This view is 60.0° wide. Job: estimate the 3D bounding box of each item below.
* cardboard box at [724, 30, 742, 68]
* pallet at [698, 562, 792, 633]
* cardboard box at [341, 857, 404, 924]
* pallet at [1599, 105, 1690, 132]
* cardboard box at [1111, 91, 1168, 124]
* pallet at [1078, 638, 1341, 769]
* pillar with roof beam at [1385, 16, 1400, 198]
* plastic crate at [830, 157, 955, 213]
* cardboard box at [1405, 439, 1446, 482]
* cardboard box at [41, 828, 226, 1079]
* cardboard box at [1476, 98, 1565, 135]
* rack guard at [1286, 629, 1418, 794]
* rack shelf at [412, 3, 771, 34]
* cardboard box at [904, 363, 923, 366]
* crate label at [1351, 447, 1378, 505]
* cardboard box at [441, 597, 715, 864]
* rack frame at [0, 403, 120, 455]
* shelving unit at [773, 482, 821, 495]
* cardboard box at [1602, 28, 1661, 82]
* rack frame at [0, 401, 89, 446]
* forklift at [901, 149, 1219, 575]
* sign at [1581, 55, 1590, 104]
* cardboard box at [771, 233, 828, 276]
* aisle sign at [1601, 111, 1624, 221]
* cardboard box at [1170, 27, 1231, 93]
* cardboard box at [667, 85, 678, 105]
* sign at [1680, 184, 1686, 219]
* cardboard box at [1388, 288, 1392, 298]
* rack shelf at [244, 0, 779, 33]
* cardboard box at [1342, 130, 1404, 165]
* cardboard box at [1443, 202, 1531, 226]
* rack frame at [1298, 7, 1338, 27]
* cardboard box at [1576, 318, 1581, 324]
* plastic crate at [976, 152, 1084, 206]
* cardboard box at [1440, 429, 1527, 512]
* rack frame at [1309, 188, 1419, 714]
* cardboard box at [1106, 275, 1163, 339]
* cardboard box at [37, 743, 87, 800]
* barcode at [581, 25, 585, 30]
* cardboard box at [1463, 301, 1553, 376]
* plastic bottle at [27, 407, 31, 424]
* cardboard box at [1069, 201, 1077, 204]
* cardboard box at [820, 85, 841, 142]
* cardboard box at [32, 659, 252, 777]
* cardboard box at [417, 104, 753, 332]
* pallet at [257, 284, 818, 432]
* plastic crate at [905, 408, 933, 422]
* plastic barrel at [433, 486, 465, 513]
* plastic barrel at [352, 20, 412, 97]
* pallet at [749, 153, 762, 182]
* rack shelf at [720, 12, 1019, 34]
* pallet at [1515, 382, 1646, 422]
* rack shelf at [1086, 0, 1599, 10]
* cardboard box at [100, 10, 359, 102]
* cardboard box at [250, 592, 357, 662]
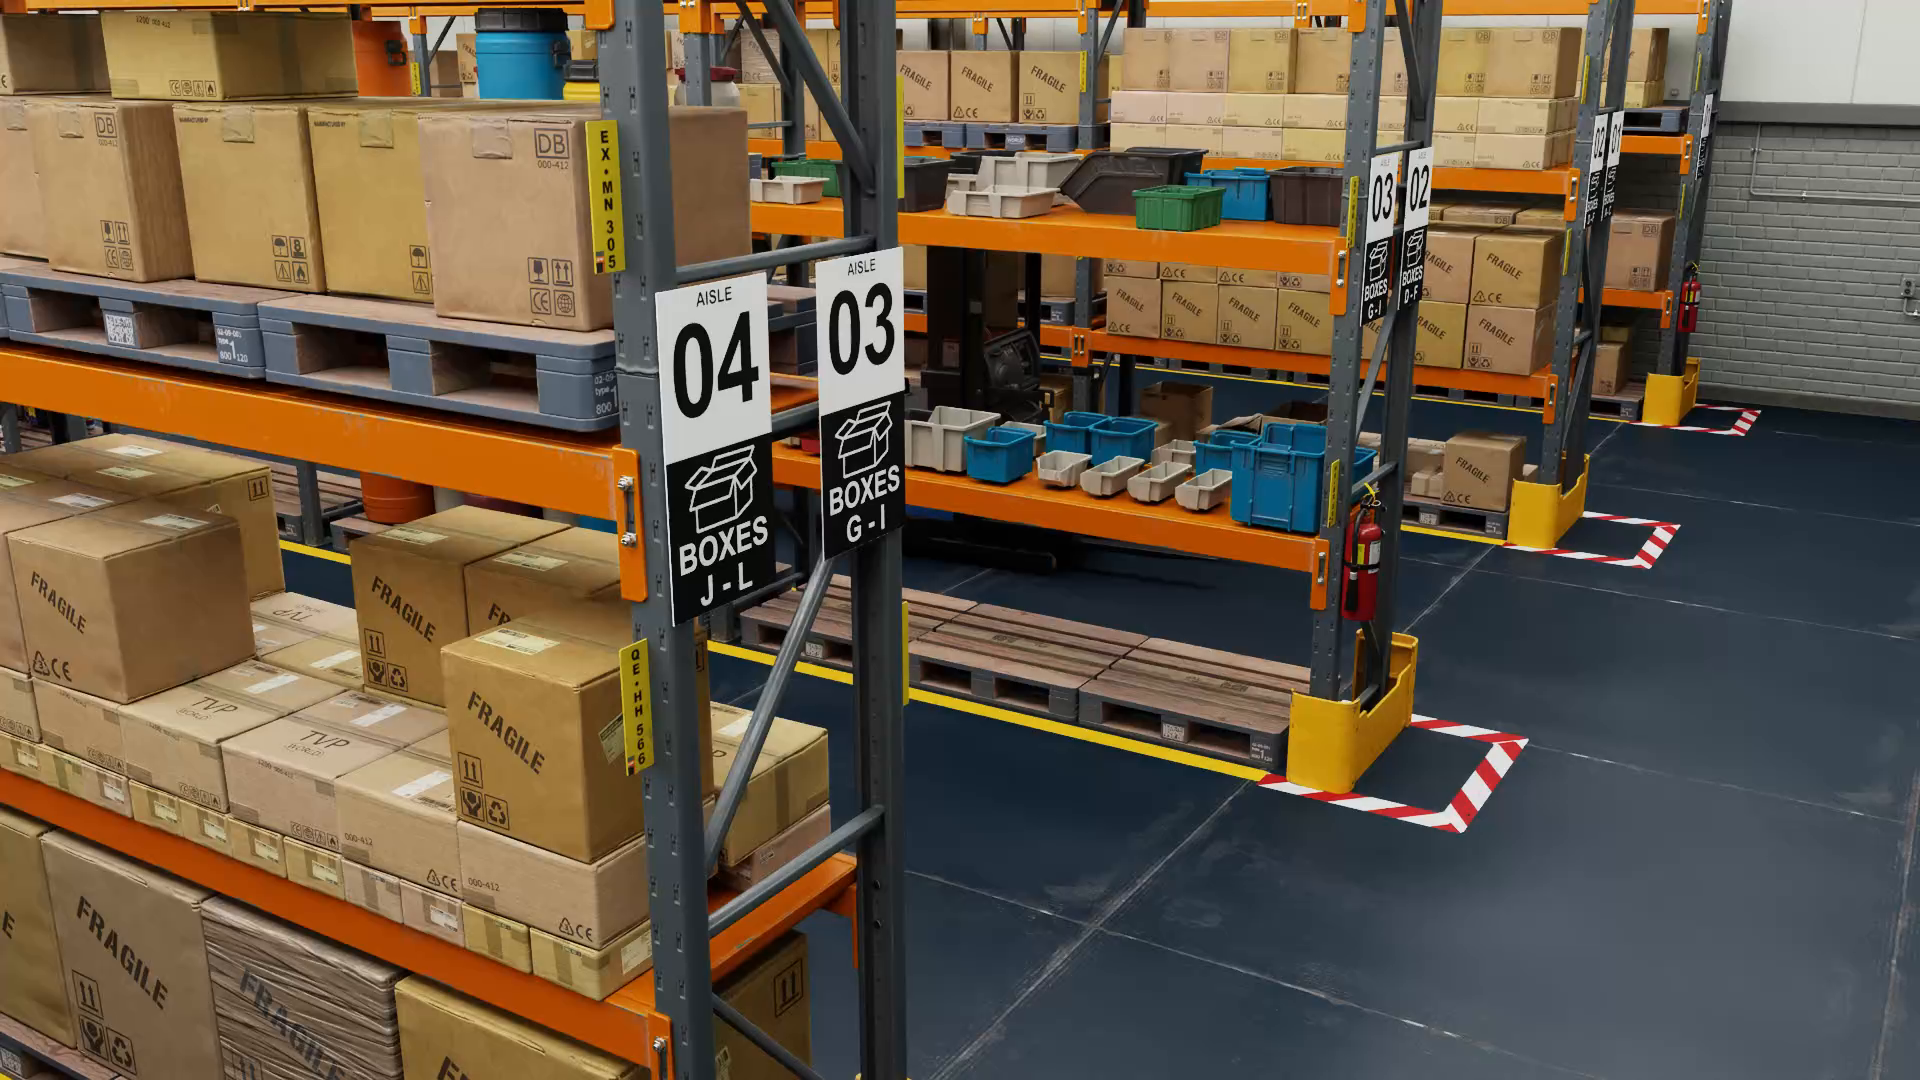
[{"bbox_3d":[-3.194,-6.684,22.638,0.500,0.500,0.500,11,20,31],"label":"cardboard box"},{"bbox_3d":[-1.930,0.309,11.500,1.213,0.211,1.003,10,20,30],"label":"pallet"},{"bbox_3d":[-1.602,0.969,4.961,0.250,0.149,0.380,11,20,31],"label":"cardboard box"},{"bbox_3d":[6.661,-4.246,16.689,1.213,0.211,1.003,10,20,30],"label":"pallet"},{"bbox_3d":[1.586,-3.591,13.779,0.500,0.250,0.500,10,20,30],"label":"cardboard box"},{"bbox_3d":[1.432,0.910,9.522,1.213,0.211,1.003,10,20,30],"label":"pallet"},{"bbox_3d":[2.687,-5.263,14.725,0.400,9.000,9.100,10,20,30],"label":"pillar with roof beam"},{"bbox_3d":[-0.379,-2.013,9.412,0.590,0.269,0.497,10,20,30],"label":"plastic crate"},{"bbox_3d":[3.969,-0.639,13.798,0.500,0.250,0.500,10,20,30],"label":"cardboard box"},{"bbox_3d":[-2.599,1.402,6.038,0.875,0.875,0.875,10,20,30],"label":"cardboard box"},{"bbox_3d":[4.139,-3.133,12.271,0.500,0.250,0.500,10,20,30],"label":"cardboard box"},{"bbox_3d":[2.142,0.908,9.033,0.348,0.500,1.175,10,20,30],"label":"rack guard"},{"bbox_3d":[-3.811,-5.371,17.007,4.000,0.370,1.077,10,20,30],"label":"rack shelf"},{"bbox_3d":[-0.296,-1.505,16.220,0.500,0.500,0.500,9,19,28],"label":"cardboard box"},{"bbox_3d":[2.076,-0.357,9.079,0.303,0.233,0.416,10,20,30],"label":"crate label"},{"bbox_3d":[-1.030,0.499,4.533,0.500,0.500,0.500,10,20,31],"label":"cardboard box"},{"bbox_3d":[-8.111,-2.114,14.681,0.127,3.000,1.000,10,20,30],"label":"rack frame"},{"bbox_3d":[-1.347,-0.701,13.255,1.048,1.125,0.538,8,18,24],"label":"shelving unit"},{"bbox_3d":[6.533,-4.757,16.295,0.500,0.500,0.500,10,20,30],"label":"cardboard box"},{"bbox_3d":[-3.886,0.329,6.636,0.127,3.000,1.000,10,20,30],"label":"rack frame"},{"bbox_3d":[0.571,-1.325,12.201,3.031,2.935,1.130,8,19,24],"label":"forklift"},{"bbox_3d":[4.402,-3.240,11.701,0.005,0.325,0.100,10,20,30],"label":"sign"},{"bbox_3d":[-1.512,-2.913,16.415,0.500,0.500,0.700,4,17,12],"label":"cardboard box"},{"bbox_3d":[4.922,-2.821,12.536,0.004,0.787,0.394,10,20,30],"label":"aisle sign"},{"bbox_3d":[2.088,-3.909,13.537,0.500,0.500,0.700,10,20,30],"label":"cardboard box"},{"bbox_3d":[-2.979,-4.427,16.668,0.500,0.250,0.500,11,20,32],"label":"cardboard box"},{"bbox_3d":[7.003,-3.278,16.111,0.005,0.325,0.100,10,20,30],"label":"sign"},{"bbox_3d":[3.311,-2.195,13.055,0.500,0.500,0.500,11,20,32],"label":"cardboard box"},{"bbox_3d":[-2.998,-3.537,10.967,4.000,0.370,1.077,10,20,30],"label":"rack shelf"},{"bbox_3d":[3.281,-3.043,12.836,0.500,0.250,0.500,10,20,30],"label":"cardboard box"},{"bbox_3d":[5.589,-3.187,17.697,0.700,0.700,0.980,9,19,27],"label":"cardboard box"},{"bbox_3d":[3.891,-6.222,17.880,0.127,3.000,1.000,10,20,30],"label":"rack frame"},{"bbox_3d":[6.429,-2.247,17.580,0.250,0.149,0.380,10,20,30],"label":"cardboard box"},{"bbox_3d":[0.387,-2.081,9.614,0.530,0.282,0.437,10,20,30],"label":"plastic crate"},{"bbox_3d":[4.118,-0.551,13.079,0.500,0.500,0.500,10,20,30],"label":"cardboard box"},{"bbox_3d":[2.114,-0.289,8.672,0.127,3.000,1.000,10,20,30],"label":"rack frame"},{"bbox_3d":[1.593,-2.026,14.220,0.500,0.500,0.500,11,20,31],"label":"cardboard box"},{"bbox_3d":[-2.917,0.735,5.732,0.250,0.149,0.380,10,19,29],"label":"cardboard box"},{"bbox_3d":[-5.468,-7.441,24.130,0.075,0.075,0.001,10,20,30],"label":"barcode"},{"bbox_3d":[4.186,-1.564,12.696,0.500,0.500,0.500,11,20,32],"label":"cardboard box"},{"bbox_3d":[-8.769,-1.237,15.730,0.097,0.271,0.097,0,17,0],"label":"plastic bottle"},{"bbox_3d":[1.626,-3.864,19.723,0.500,0.500,0.500,10,20,30],"label":"cardboard box"},{"bbox_3d":[-0.840,-4.000,15.557,0.500,0.500,0.910,10,20,30],"label":"cardboard box"},{"bbox_3d":[-2.757,0.549,5.658,0.500,0.250,0.500,11,20,31],"label":"cardboard box"},{"bbox_3d":[-0.949,-0.860,4.324,0.500,0.500,0.700,9,19,27],"label":"cardboard box"},{"bbox_3d":[-1.115,-0.565,4.573,1.213,0.211,1.003,10,20,30],"label":"pallet"},{"bbox_3d":[-0.200,-0.691,10.364,0.590,0.125,0.437,10,20,30],"label":"plastic crate"},{"bbox_3d":[-3.749,-0.382,12.537,0.421,0.512,0.421,0,17,0],"label":"plastic barrel"},{"bbox_3d":[-4.221,-3.260,11.832,0.708,0.830,0.600,10,20,30],"label":"plastic barrel"},{"bbox_3d":[-2.013,-2.337,10.579,1.003,0.211,1.213,10,20,30],"label":"pallet"},{"bbox_3d":[-1.222,-6.599,21.047,4.000,0.370,1.077,10,20,30],"label":"rack shelf"},{"bbox_3d":[6.577,-1.511,17.491,1.213,0.211,1.003,10,20,30],"label":"pallet"},{"bbox_3d":[3.006,-4.344,12.943,4.000,0.370,1.077,10,20,30],"label":"rack shelf"},{"bbox_3d":[-2.194,-1.463,5.018,0.500,0.250,0.500,9,19,28],"label":"cardboard box"},{"bbox_3d":[-2.495,0.417,6.095,0.500,0.250,0.500,11,20,31],"label":"cardboard box"}]
